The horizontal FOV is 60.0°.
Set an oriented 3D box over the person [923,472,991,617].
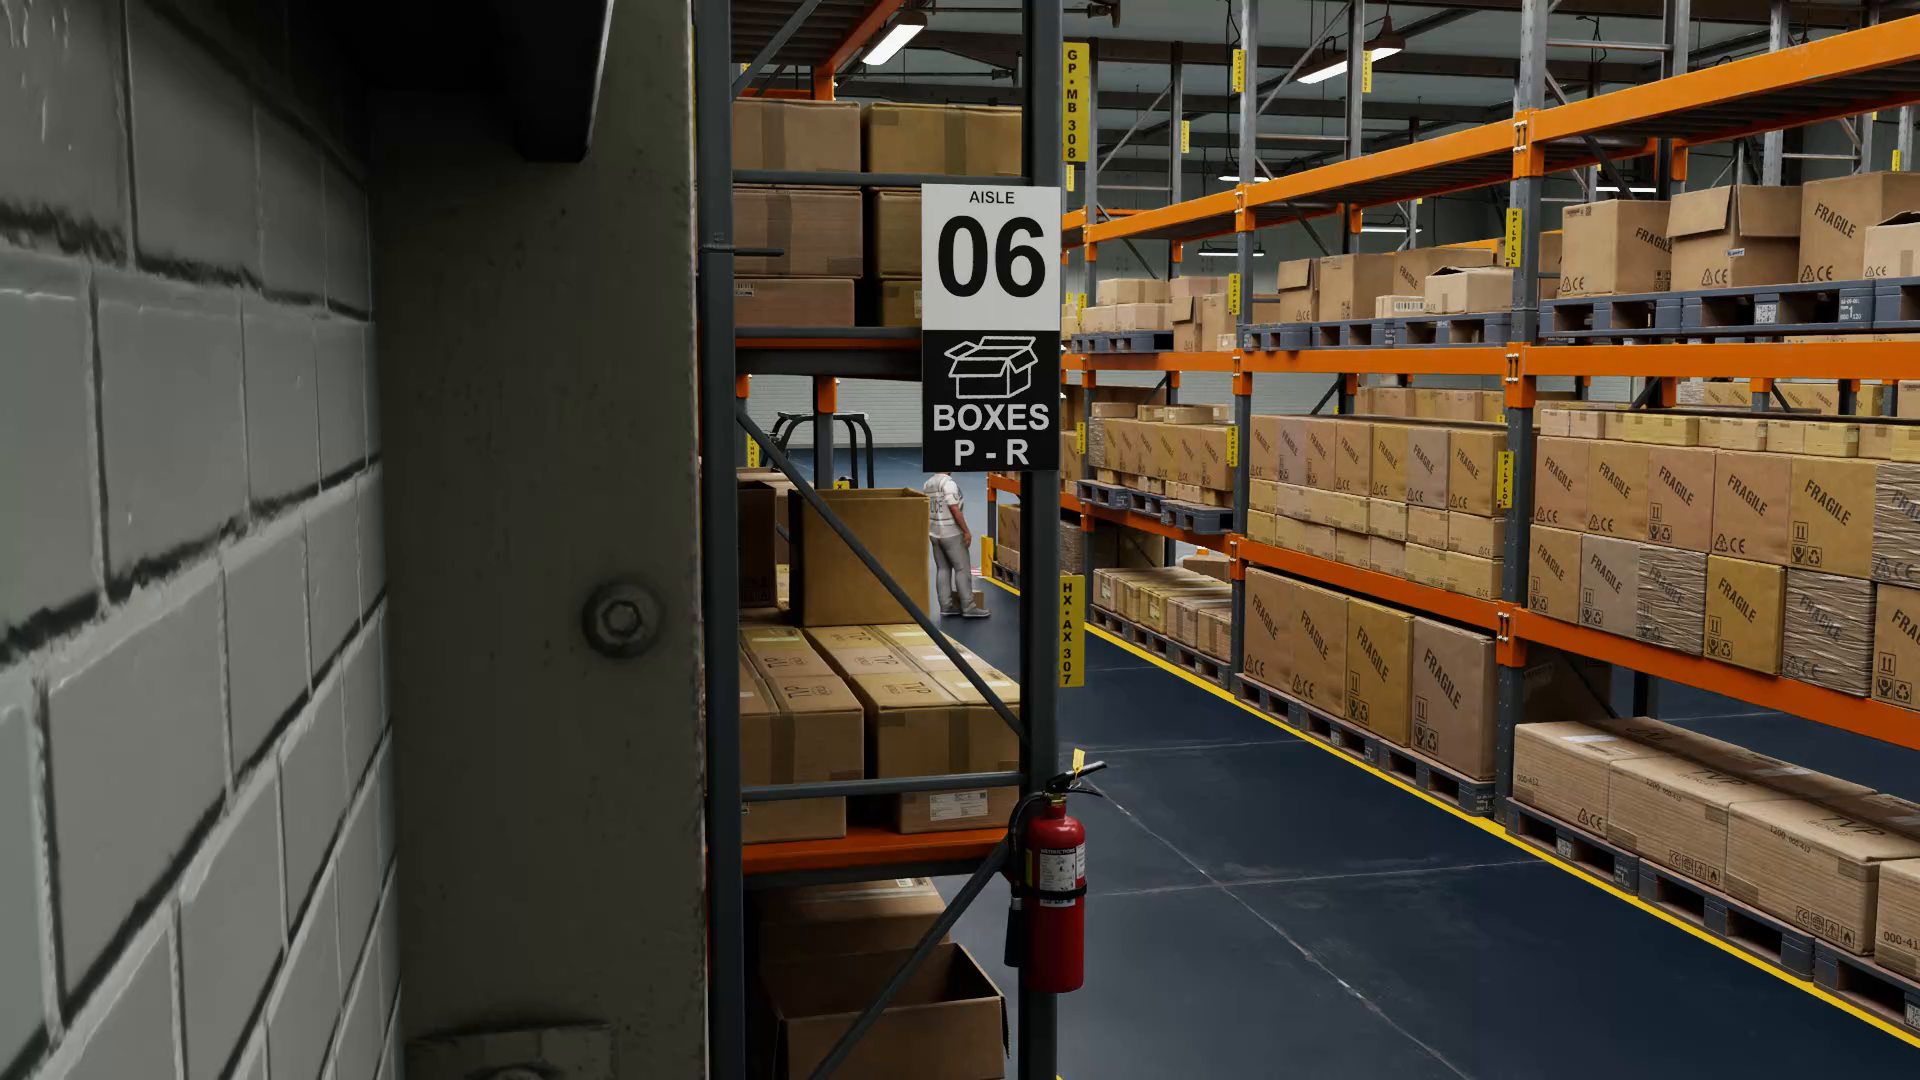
[{"bbox_3d":[-0.065,-0.074,17.809,0.574,1.780,0.640,-5,8,-38],"label":"person"}]
